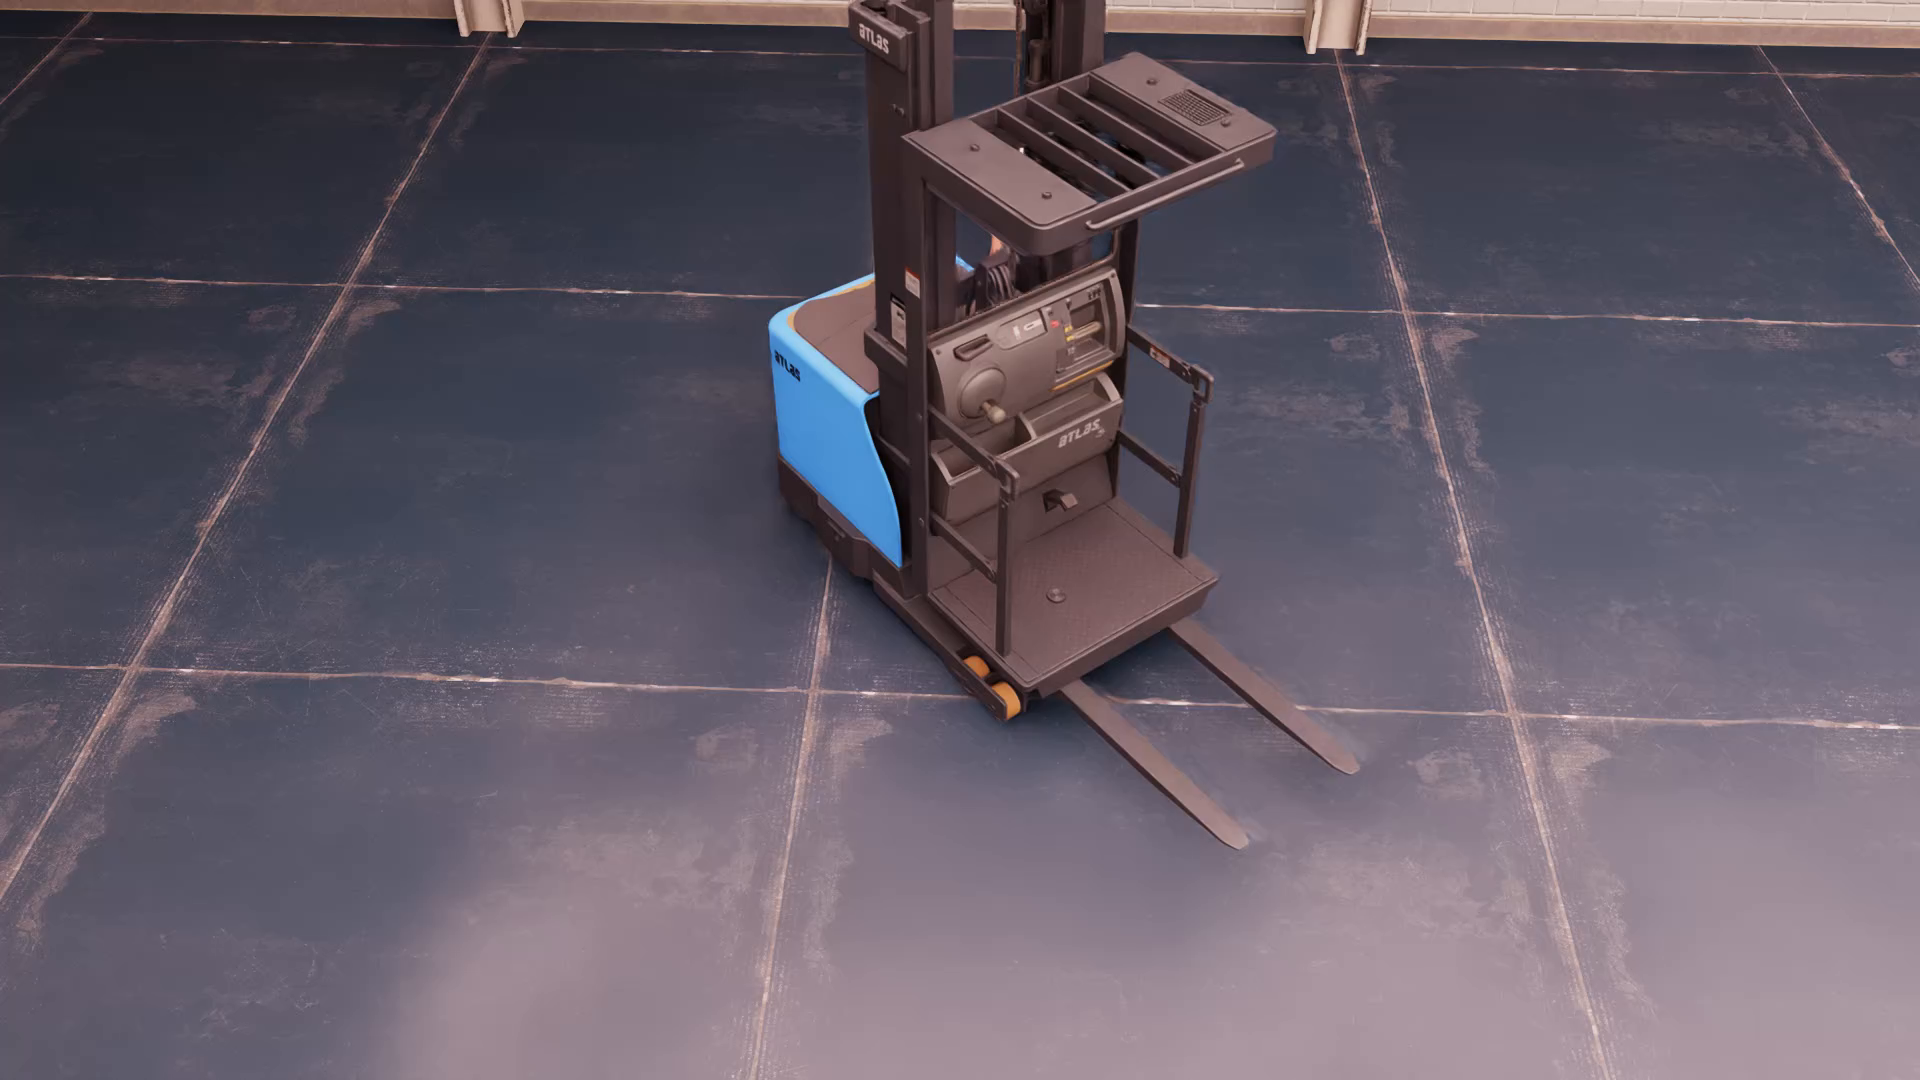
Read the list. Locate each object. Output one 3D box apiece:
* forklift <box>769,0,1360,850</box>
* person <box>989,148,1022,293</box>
[{"bbox_3d":[0.413,-0.694,6.502,1.130,2.935,3.031,-27,49,-26],"label":"forklift"},{"bbox_3d":[0.302,-1.527,8.468,0.475,1.532,0.741,16,45,17],"label":"person"}]
